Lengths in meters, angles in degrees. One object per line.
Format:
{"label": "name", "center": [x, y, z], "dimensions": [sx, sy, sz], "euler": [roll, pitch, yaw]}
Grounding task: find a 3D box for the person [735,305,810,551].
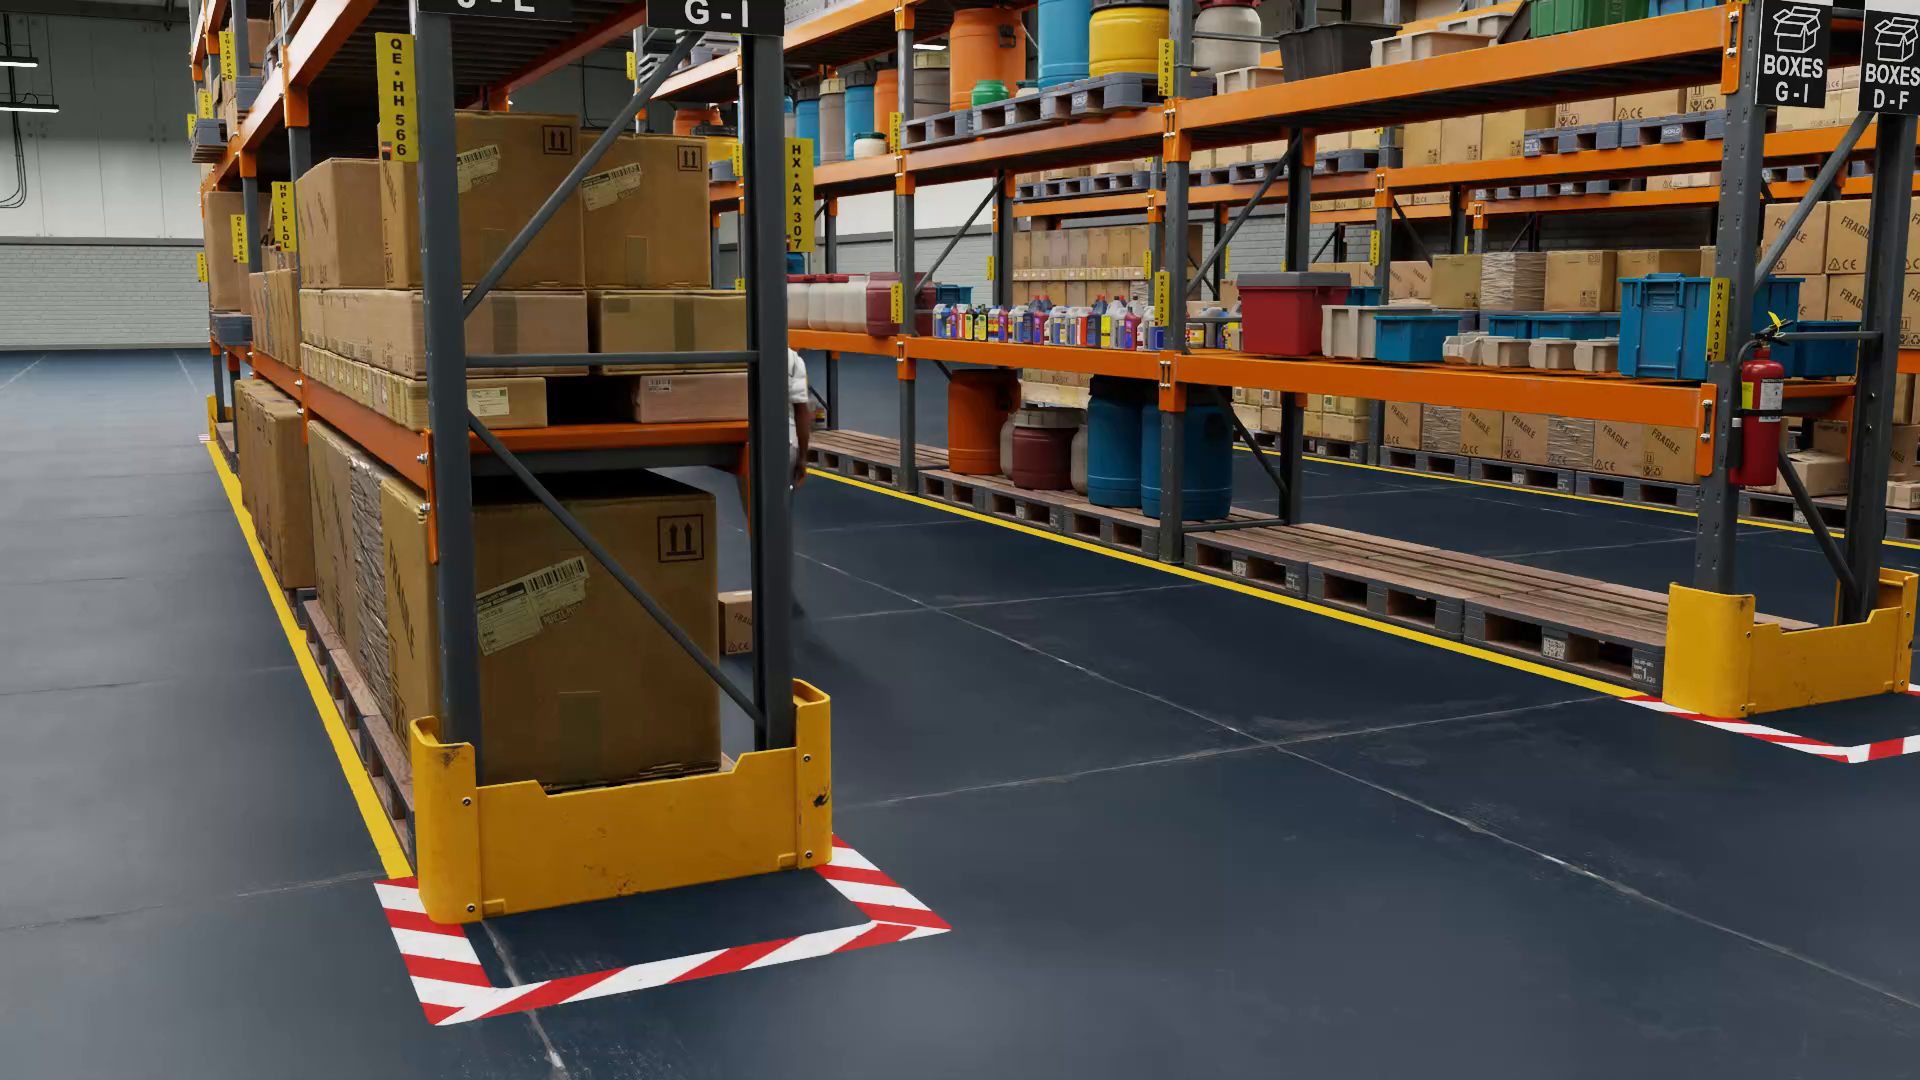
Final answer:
{"label": "person", "center": [-1.051, -0.492, 8.944], "dimensions": [0.452, 1.623, 1.024], "euler": [-2, 9, -15]}
